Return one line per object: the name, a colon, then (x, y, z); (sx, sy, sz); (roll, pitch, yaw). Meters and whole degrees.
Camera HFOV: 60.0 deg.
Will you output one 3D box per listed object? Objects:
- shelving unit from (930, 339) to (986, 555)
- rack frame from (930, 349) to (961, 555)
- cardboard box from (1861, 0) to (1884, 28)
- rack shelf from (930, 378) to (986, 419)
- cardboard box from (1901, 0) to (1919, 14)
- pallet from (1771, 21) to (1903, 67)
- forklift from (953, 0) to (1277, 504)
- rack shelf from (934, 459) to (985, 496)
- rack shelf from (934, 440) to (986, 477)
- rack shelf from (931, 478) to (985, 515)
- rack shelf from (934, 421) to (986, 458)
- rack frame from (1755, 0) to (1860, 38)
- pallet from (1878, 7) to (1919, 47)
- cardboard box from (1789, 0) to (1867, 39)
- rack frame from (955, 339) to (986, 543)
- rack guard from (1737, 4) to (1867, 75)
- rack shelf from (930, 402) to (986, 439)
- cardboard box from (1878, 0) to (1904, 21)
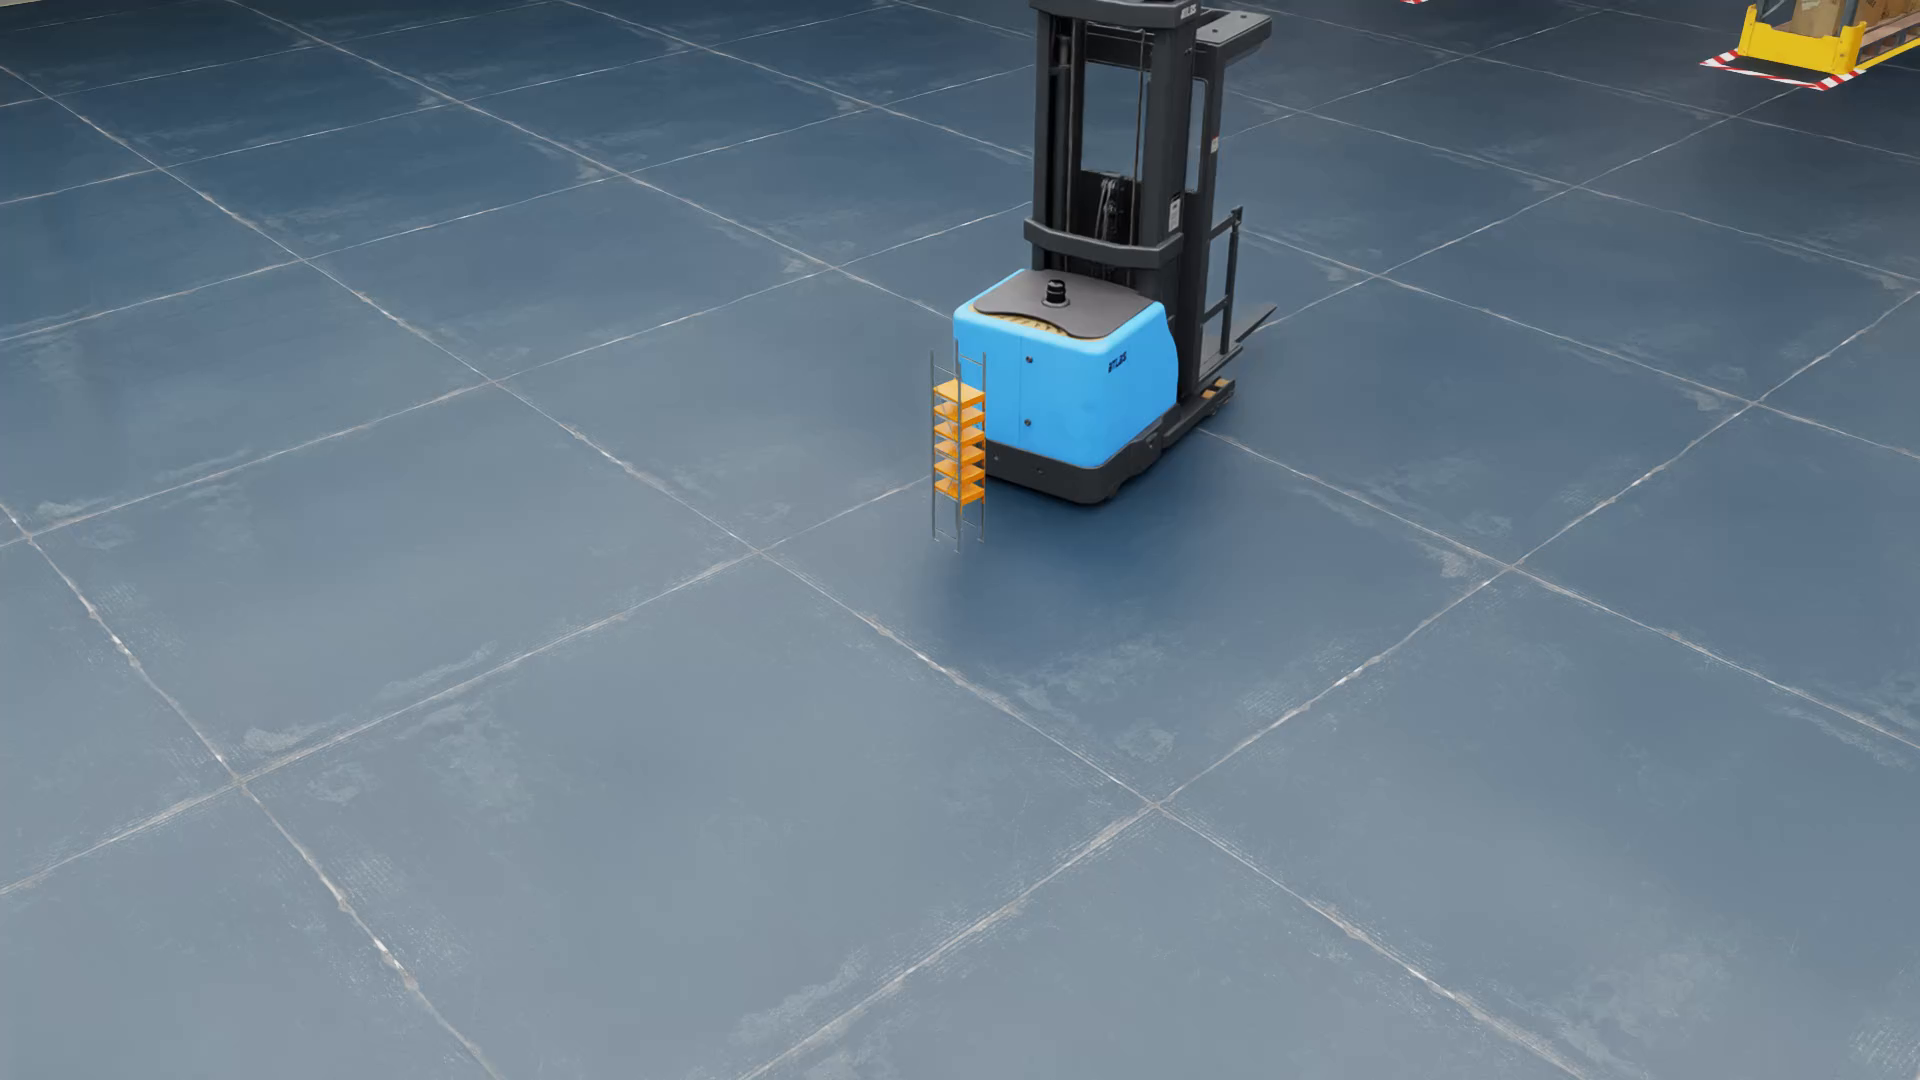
shelving unit: (-0.011, -0.507, 9.263); (0.189, 1.200, 0.258); (-26, 40, -35)
rack frame: (-0.078, -0.474, 9.210); (0.006, 1.200, 0.240); (-26, 40, -35)
cardboard box: (9.912, -6.014, 18.538); (0.500, 0.500, 0.500); (-15, 35, -23)
rack shelf: (-0.011, -0.776, 9.098); (0.180, 0.103, 0.258); (-26, 40, -35)
cardboard box: (10.823, -6.410, 19.185); (0.500, 0.500, 0.500); (25, 39, 35)
pallet: (9.703, -5.573, 18.497); (1.213, 0.211, 1.003); (-26, 40, -35)
forklift: (1.170, -2.190, 10.356); (1.130, 2.935, 3.031); (19, 36, 28)
rack shelf: (-0.011, -0.366, 9.349); (0.180, 0.103, 0.258); (-26, 40, -35)
rack shelf: (-0.011, -0.469, 9.286); (0.180, 0.103, 0.258); (-26, 40, -35)
rack shelf: (-0.011, -0.264, 9.411); (0.180, 0.103, 0.258); (-26, 40, -35)
rack shelf: (-0.011, -0.571, 9.224); (0.180, 0.103, 0.258); (-26, 40, -35)
rack frame: (9.028, -6.461, 17.276); (0.127, 3.000, 1.000); (-26, 40, -35)
pallet: (10.597, -6.004, 19.201); (1.213, 0.211, 1.003); (-26, 40, -35)
cardboard box: (9.497, -5.789, 18.170); (0.500, 0.500, 0.500); (-18, 36, -27)
rack frame: (0.056, -0.539, 9.316); (0.006, 1.200, 0.240); (-26, 40, -35)
rack guard: (9.083, -5.422, 17.972); (0.348, 0.500, 1.175); (-26, 40, -35)
rack shelf: (-0.011, -0.674, 9.161); (0.180, 0.103, 0.258); (-26, 40, -35)
cardboard box: (10.384, -6.229, 18.890); (0.500, 0.500, 0.500); (-22, 38, -31)
